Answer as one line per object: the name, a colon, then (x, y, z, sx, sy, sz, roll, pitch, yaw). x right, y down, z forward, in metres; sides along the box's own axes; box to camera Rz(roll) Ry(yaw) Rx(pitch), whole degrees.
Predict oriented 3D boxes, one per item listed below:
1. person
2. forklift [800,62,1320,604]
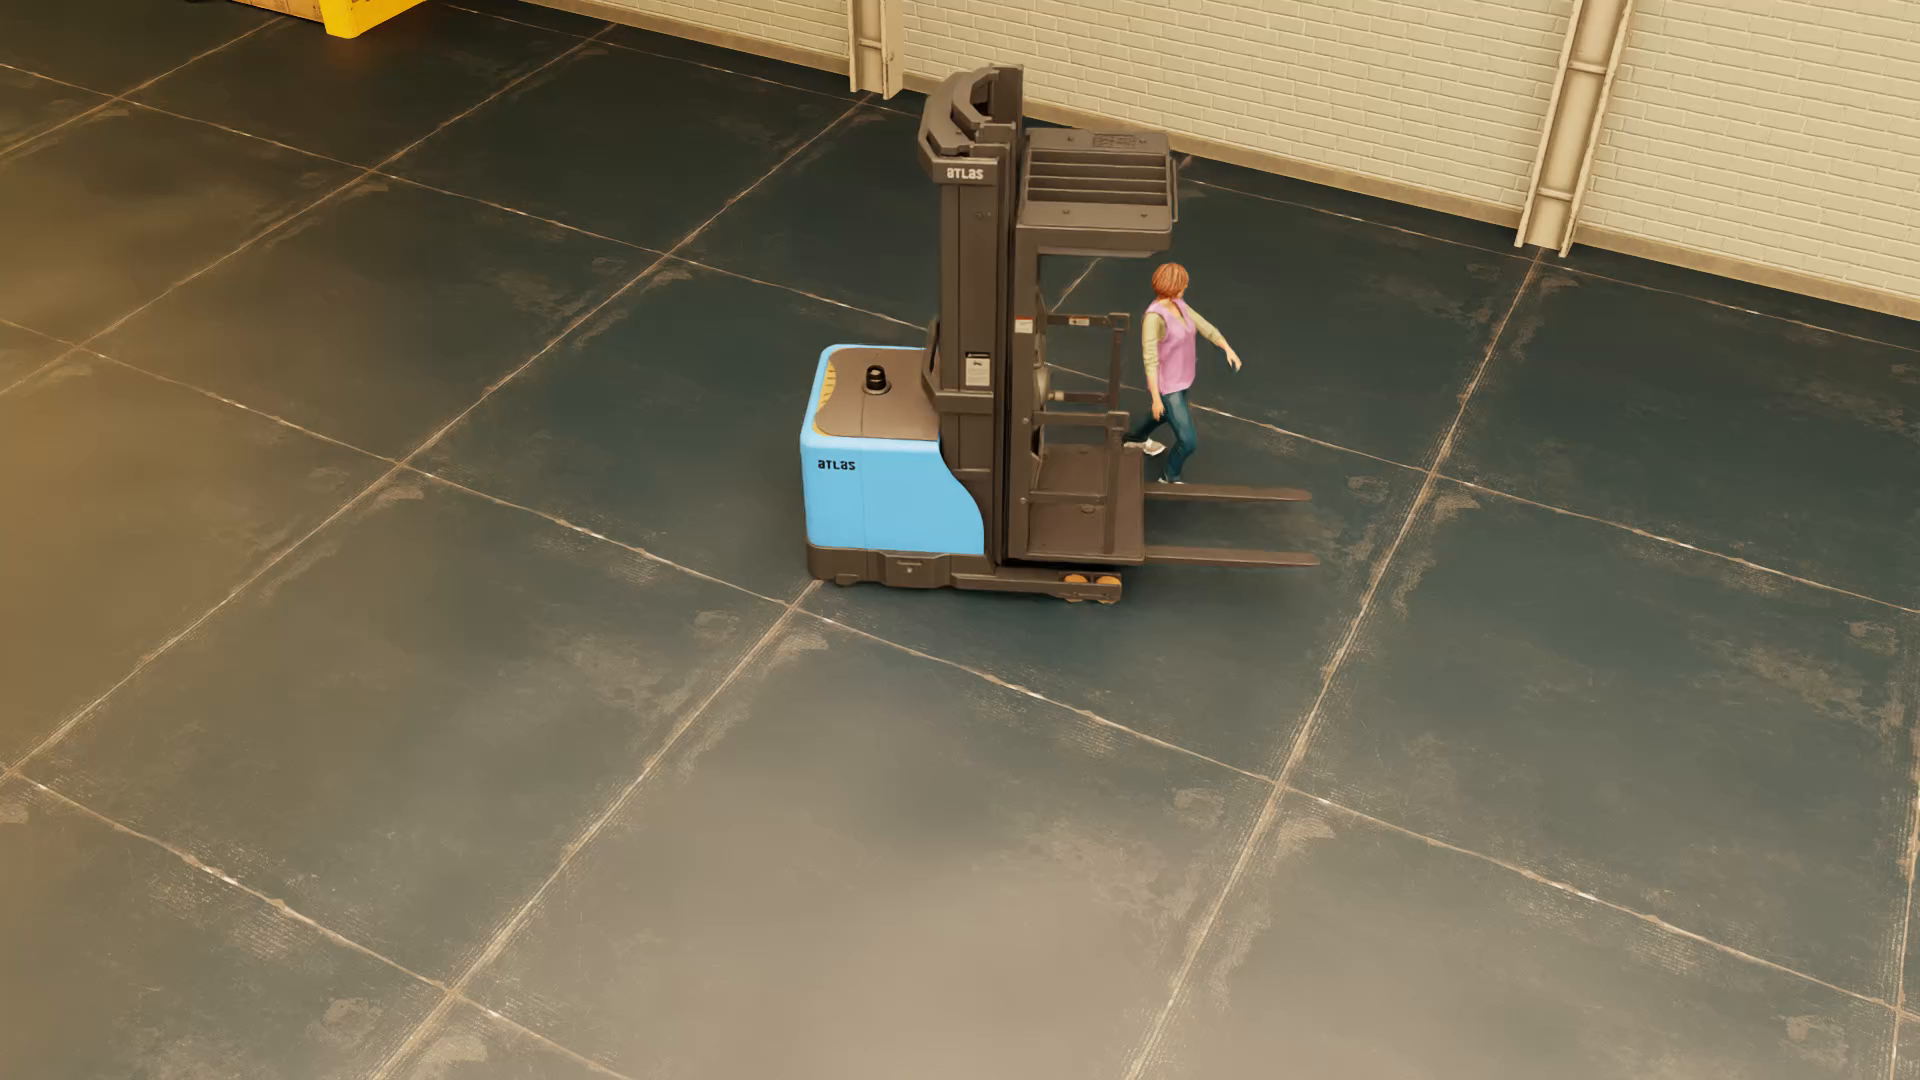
person: (1.330, -0.938, 10.233, 0.744, 1.489, 0.677, 13, 42, 15)
forklift: (0.628, -1.102, 9.295, 3.031, 2.935, 1.130, 3, 40, 3)
